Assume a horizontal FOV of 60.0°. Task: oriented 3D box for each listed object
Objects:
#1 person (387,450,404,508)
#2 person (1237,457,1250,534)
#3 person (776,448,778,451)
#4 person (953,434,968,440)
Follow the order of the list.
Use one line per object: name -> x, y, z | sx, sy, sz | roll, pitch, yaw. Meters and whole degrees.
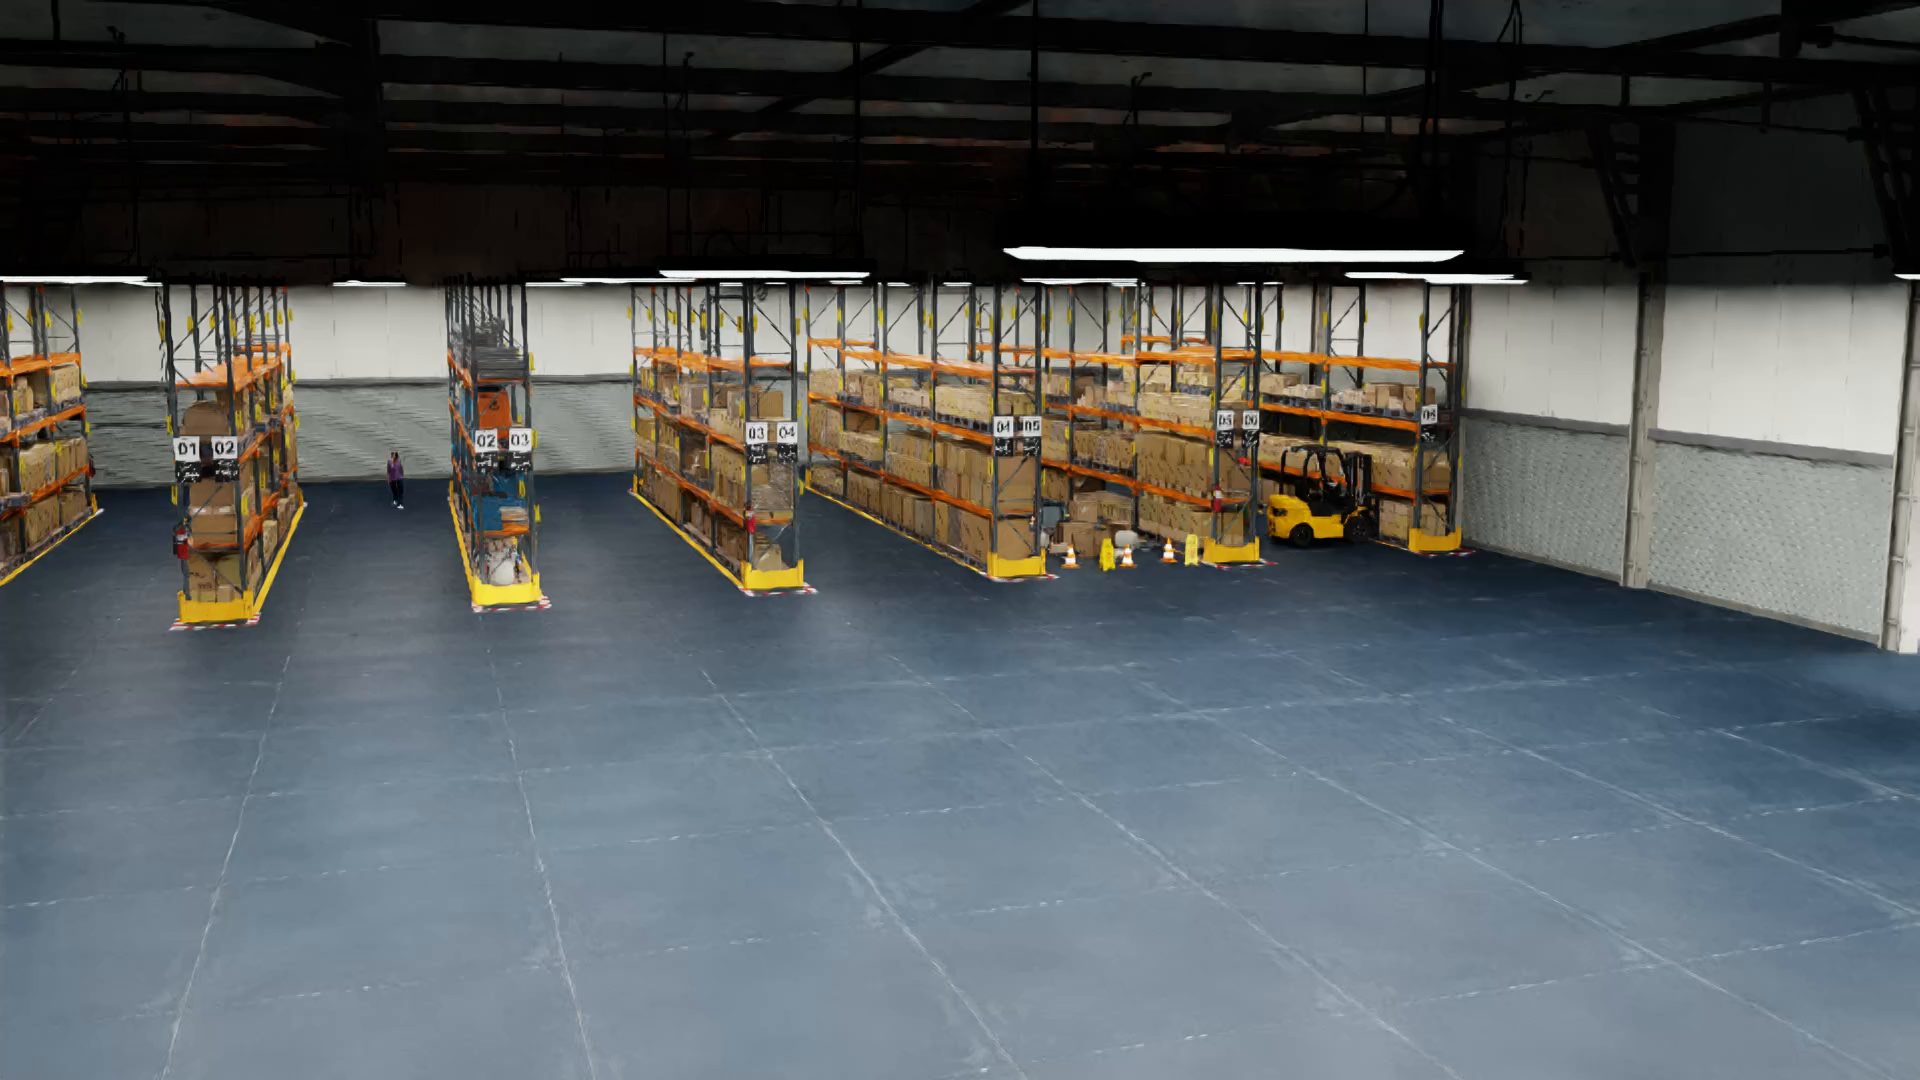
person -> -14.818, -1.610, 43.640 | 0.417, 1.502, 1.036 | -2, 9, -15
person -> 6.585, -1.060, 39.061 | 0.490, 1.787, 0.608 | 2, 9, 11
person -> -5.404, -2.891, 51.443 | 0.568, 1.719, 0.950 | 0, 9, -2
person -> 0.080, -3.038, 52.245 | 0.706, 1.760, 0.459 | 7, 11, 38
